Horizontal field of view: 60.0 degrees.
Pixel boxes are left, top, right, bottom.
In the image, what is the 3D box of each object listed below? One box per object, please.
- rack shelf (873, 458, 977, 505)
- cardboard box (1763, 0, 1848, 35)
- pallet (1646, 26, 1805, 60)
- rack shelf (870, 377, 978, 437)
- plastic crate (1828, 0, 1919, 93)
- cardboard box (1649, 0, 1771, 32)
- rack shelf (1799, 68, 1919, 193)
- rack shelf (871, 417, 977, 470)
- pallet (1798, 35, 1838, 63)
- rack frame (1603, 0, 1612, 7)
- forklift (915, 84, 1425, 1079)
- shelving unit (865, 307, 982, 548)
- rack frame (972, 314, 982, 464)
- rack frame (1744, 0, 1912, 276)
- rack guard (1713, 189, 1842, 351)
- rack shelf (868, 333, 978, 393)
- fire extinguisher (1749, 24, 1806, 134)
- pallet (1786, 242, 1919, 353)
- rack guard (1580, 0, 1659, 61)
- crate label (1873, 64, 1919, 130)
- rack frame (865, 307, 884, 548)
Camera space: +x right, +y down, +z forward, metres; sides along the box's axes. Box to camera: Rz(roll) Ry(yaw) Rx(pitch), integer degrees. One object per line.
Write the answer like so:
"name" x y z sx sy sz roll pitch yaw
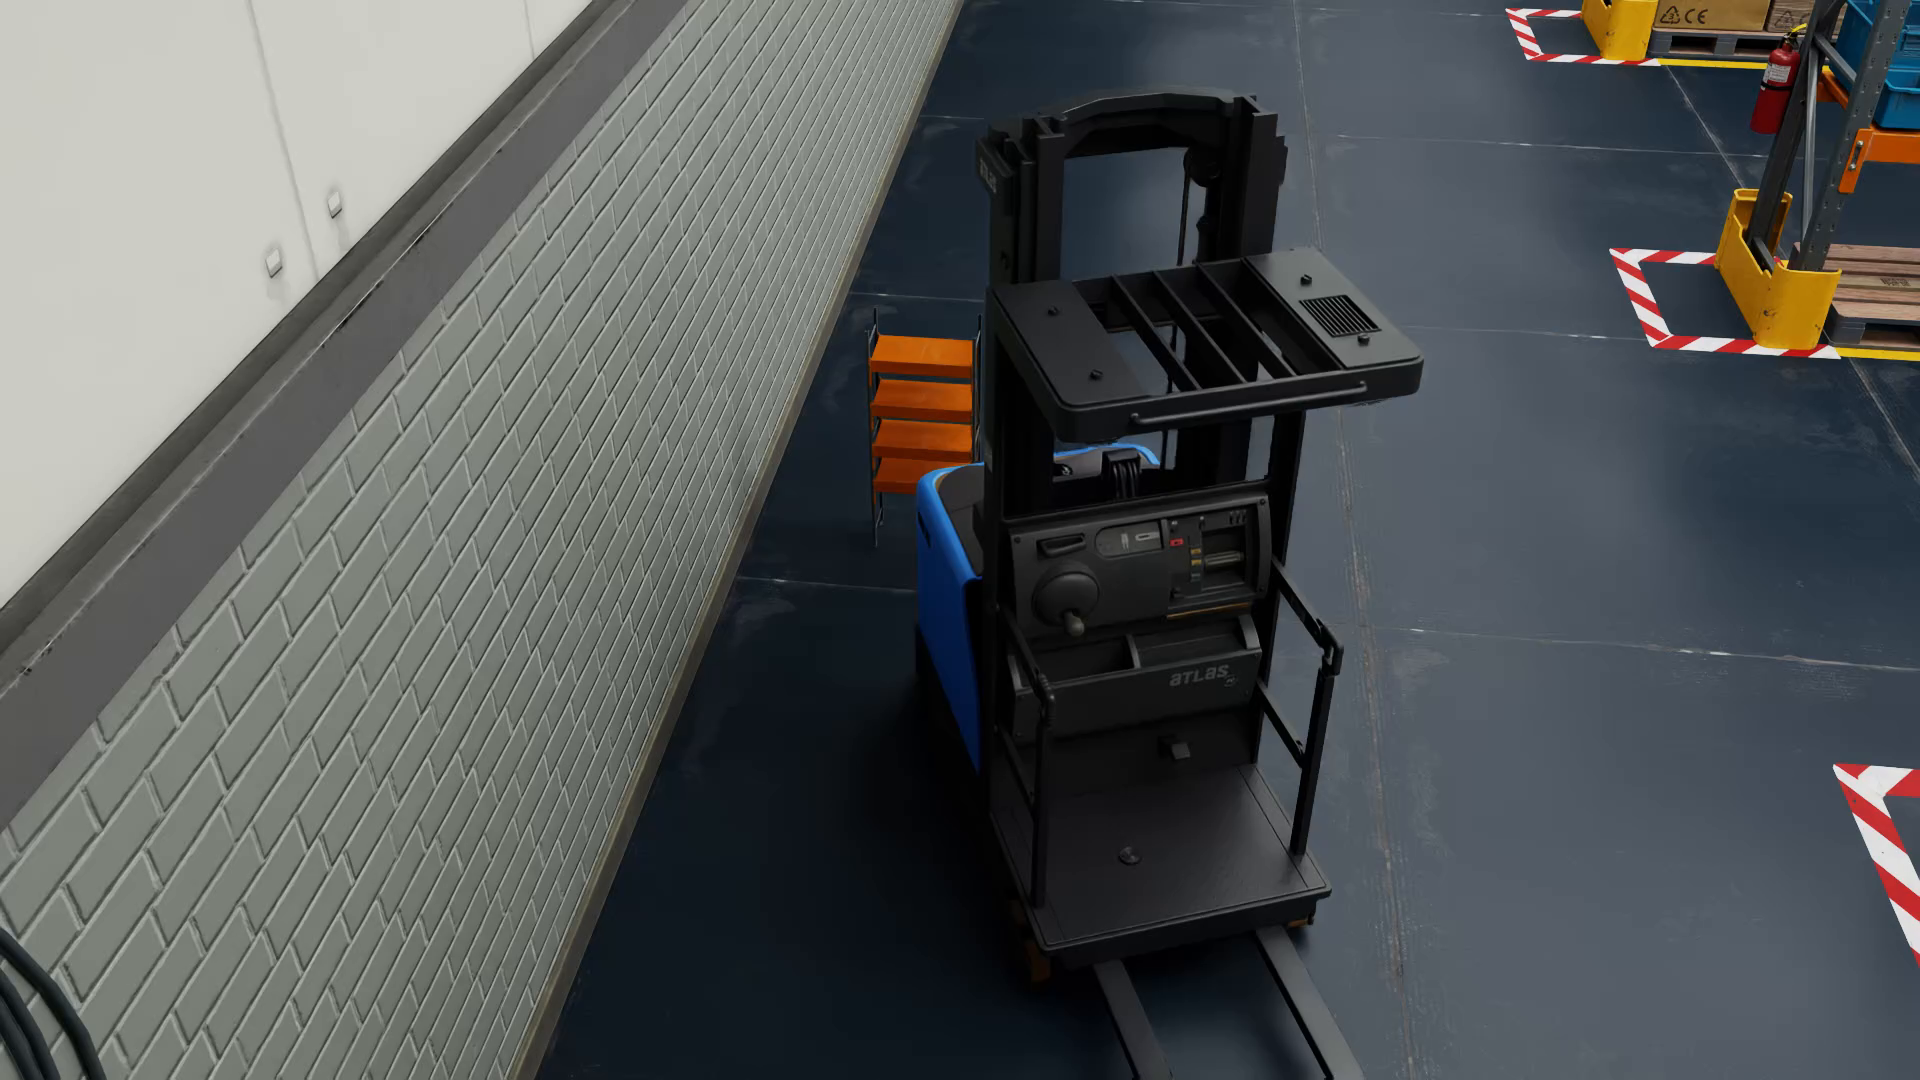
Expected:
"rack shelf" -0.164 -0.284 8.073 0.480 0.148 0.258 4 36 6
"cardboard box" 7.175 -4.782 13.835 0.875 0.875 0.875 4 36 6
"pallet" 6.431 -4.395 14.226 1.213 0.211 1.003 4 36 6
"rack shelf" -0.164 -0.628 7.828 0.480 0.148 0.258 4 36 6
"plastic crate" 5.353 -2.812 9.526 0.499 0.435 0.616 4 36 6
"cardboard box" 6.273 -4.849 13.930 0.875 0.875 0.875 4 36 6
"rack shelf" 6.981 -2.250 9.439 4.000 0.370 1.077 4 36 6
"rack shelf" -0.164 -0.446 7.958 0.480 0.148 0.258 4 36 6
"pallet" 7.637 -4.303 14.098 1.213 0.211 1.003 4 36 6
"rack frame" 5.628 -5.544 13.436 0.127 3.000 1.000 4 36 6
"forklift" 0.681 0.152 5.513 1.130 2.935 3.031 -9 36 -12
"shelving unit" -0.164 -0.501 7.919 0.503 1.200 0.258 4 36 6
"rack frame" 0.078 -0.483 7.893 0.015 1.200 0.240 4 36 6
"rack frame" 4.997 -2.690 9.437 0.127 3.000 1.000 4 36 6
"rack guard" 4.971 -1.667 10.156 0.348 0.500 1.175 4 36 6
"rack shelf" -0.164 -0.820 7.690 0.480 0.148 0.258 4 36 6
"fire extinguisher" 4.905 -2.780 9.951 0.183 0.674 0.296 4 36 6
"pallet" 5.810 -1.472 10.131 1.213 0.211 1.003 4 36 6
"rack guard" 5.604 -4.528 14.165 0.348 0.500 1.175 4 36 6
"crate label" 5.200 -2.439 9.177 0.303 0.233 0.416 4 36 6
"rack frame" -0.406 -0.519 7.944 0.015 1.200 0.240 4 36 6
